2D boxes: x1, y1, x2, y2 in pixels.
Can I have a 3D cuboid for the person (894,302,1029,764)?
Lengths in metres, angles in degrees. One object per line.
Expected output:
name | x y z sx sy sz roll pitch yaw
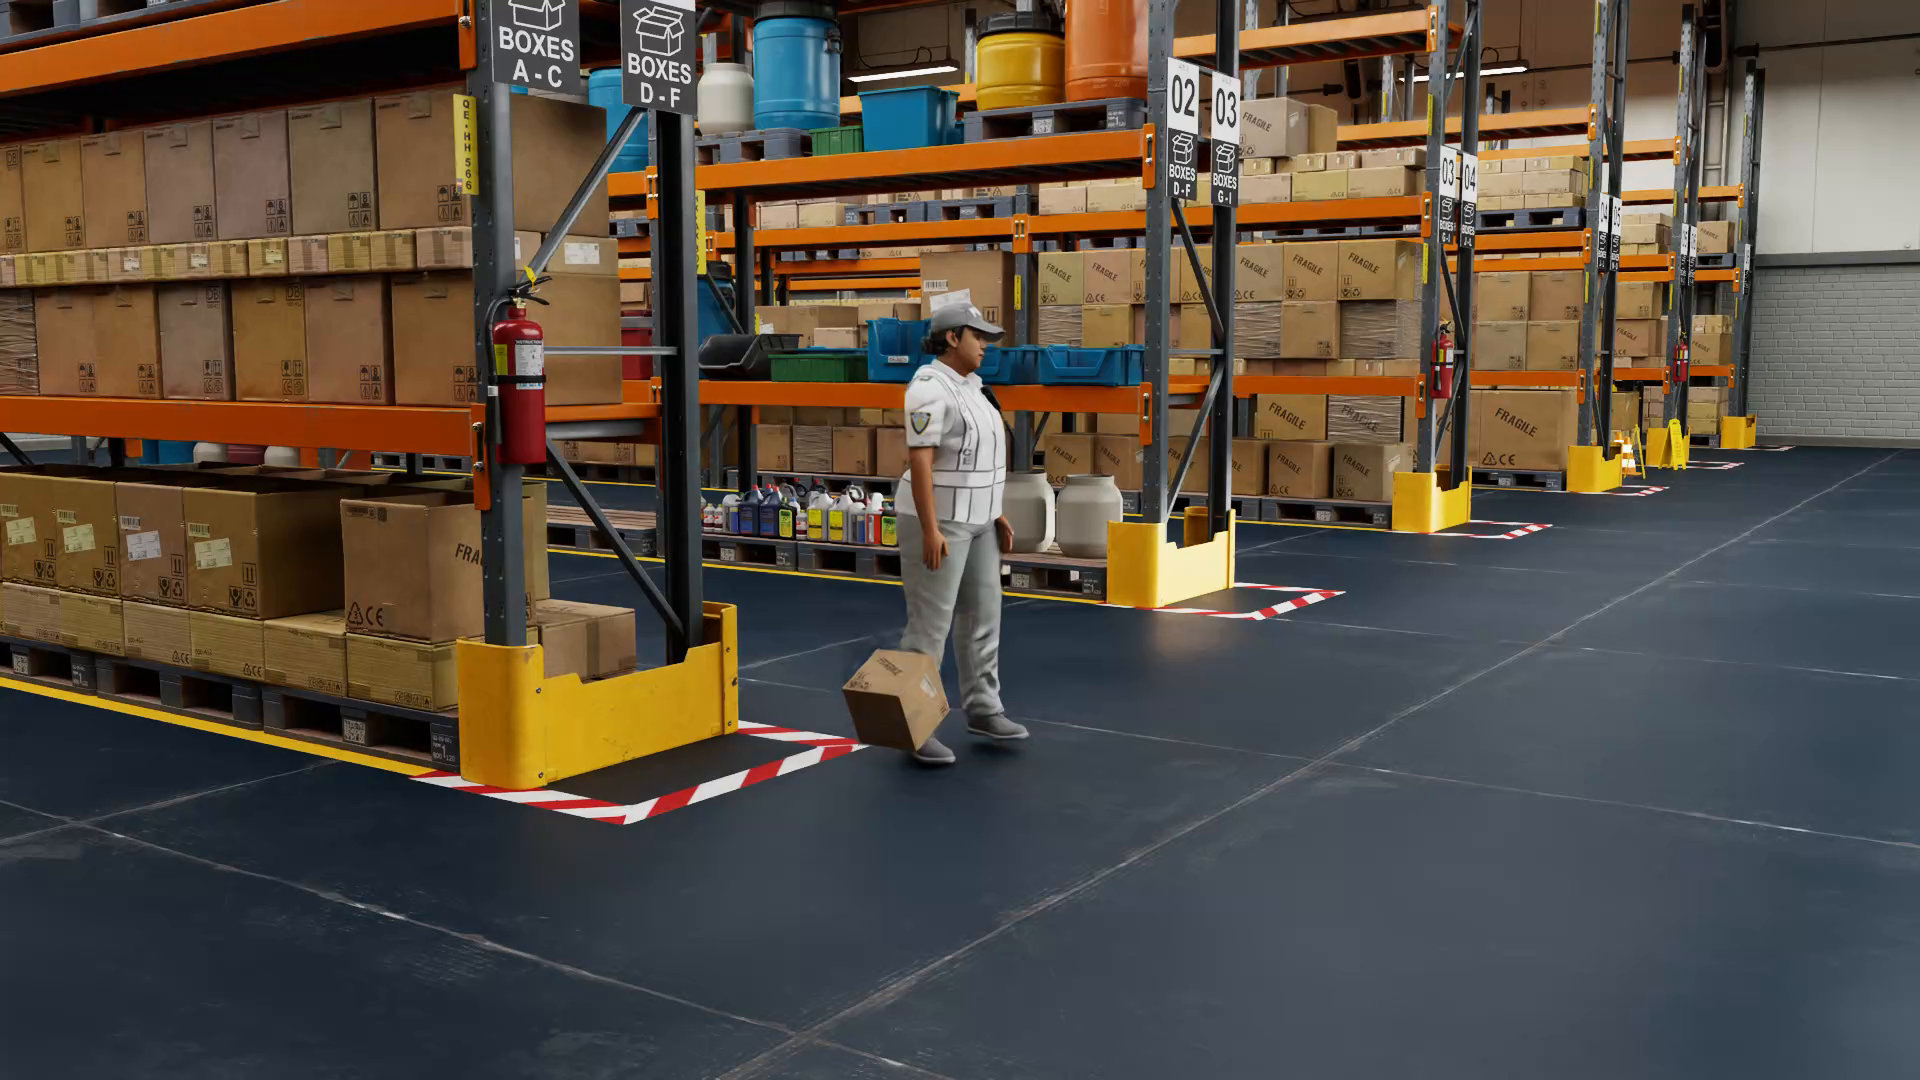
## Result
person | -0.008 -0.042 6.202 0.492 1.675 0.556 3 7 28
